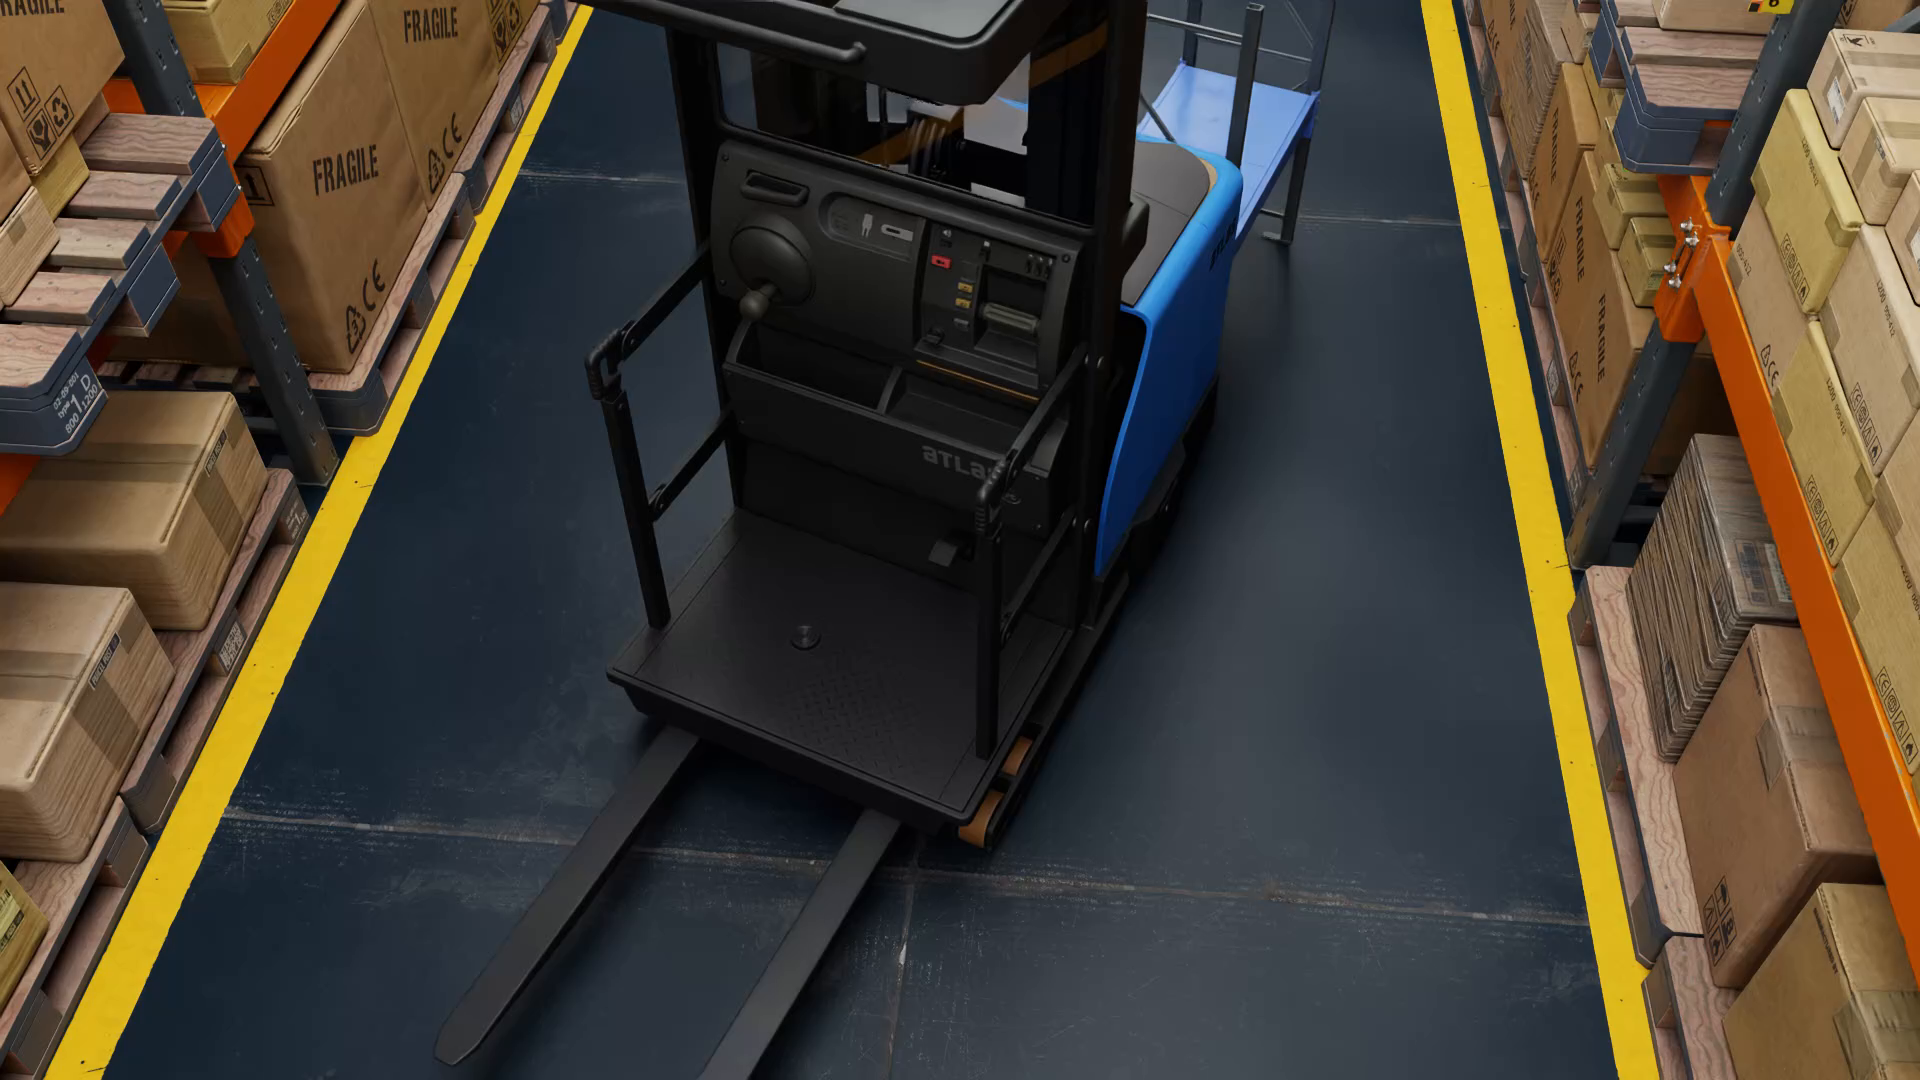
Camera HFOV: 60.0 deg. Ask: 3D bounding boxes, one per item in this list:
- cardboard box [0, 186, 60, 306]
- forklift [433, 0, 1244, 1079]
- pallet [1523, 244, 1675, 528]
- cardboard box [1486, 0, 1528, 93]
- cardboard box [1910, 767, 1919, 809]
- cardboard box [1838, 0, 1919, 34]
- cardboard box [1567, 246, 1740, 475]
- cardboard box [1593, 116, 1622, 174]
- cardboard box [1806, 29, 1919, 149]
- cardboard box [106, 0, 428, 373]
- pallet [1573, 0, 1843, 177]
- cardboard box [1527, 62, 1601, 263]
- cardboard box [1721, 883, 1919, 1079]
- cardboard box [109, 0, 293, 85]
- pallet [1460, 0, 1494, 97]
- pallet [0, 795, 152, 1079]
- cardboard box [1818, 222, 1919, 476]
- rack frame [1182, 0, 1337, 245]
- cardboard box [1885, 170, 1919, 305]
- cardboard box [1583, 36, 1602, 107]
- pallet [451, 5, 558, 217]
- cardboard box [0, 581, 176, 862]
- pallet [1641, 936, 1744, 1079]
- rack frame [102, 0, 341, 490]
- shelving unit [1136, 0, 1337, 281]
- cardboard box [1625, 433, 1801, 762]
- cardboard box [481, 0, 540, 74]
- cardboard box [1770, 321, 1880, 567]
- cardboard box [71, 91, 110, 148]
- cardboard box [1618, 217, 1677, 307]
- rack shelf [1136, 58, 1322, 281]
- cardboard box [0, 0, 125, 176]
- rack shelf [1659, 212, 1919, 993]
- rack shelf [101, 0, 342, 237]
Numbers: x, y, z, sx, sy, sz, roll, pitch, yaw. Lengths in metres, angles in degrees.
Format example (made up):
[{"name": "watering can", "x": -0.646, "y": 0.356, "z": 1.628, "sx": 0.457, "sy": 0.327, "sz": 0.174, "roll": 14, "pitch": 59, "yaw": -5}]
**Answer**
[{"name": "cardboard box", "x": -2.271, "y": -0.667, "z": 3.713, "sx": 0.380, "sy": 0.149, "sz": 0.250, "roll": 4, "pitch": 48, "yaw": 3}, {"name": "forklift", "x": -0.262, "y": -0.539, "z": 3.757, "sx": 1.130, "sy": 2.935, "sz": 3.031, "roll": 20, "pitch": 51, "yaw": 17}, {"name": "pallet", "x": 2.504, "y": -0.530, "z": 5.592, "sx": 1.003, "sy": 0.211, "sz": 1.213, "roll": 4, "pitch": 48, "yaw": 4}, {"name": "cardboard box", "x": 2.406, "y": -2.064, "z": 6.514, "sx": 0.500, "sy": 0.500, "sz": 0.500, "roll": 3, "pitch": 48, "yaw": 2}, {"name": "cardboard box", "x": 1.975, "y": 0.564, "z": 2.803, "sx": 0.500, "sy": 0.250, "sz": 0.500, "roll": 5, "pitch": 48, "yaw": 5}, {"name": "cardboard box", "x": 2.601, "y": -1.468, "z": 4.208, "sx": 0.500, "sy": 0.500, "sz": 0.500, "roll": 6, "pitch": 48, "yaw": 5}, {"name": "cardboard box", "x": 2.223, "y": -0.549, "z": 5.128, "sx": 0.500, "sy": 0.500, "sz": 0.500, "roll": 5, "pitch": 48, "yaw": 5}, {"name": "cardboard box", "x": 2.253, "y": -1.215, "z": 5.299, "sx": 0.380, "sy": 0.149, "sz": 0.250, "roll": 2, "pitch": 48, "yaw": 2}, {"name": "cardboard box", "x": 2.076, "y": -0.964, "z": 3.591, "sx": 0.380, "sy": 0.149, "sz": 0.250, "roll": 5, "pitch": 48, "yaw": 5}, {"name": "cardboard box", "x": -2.400, "y": -1.183, "z": 5.455, "sx": 0.875, "sy": 0.875, "sz": 0.875, "roll": 3, "pitch": 48, "yaw": 3}, {"name": "pallet", "x": 2.390, "y": -1.363, "z": 4.594, "sx": 1.213, "sy": 0.211, "sz": 1.003, "roll": 4, "pitch": 48, "yaw": 4}, {"name": "cardboard box", "x": 2.324, "y": -1.300, "z": 5.816, "sx": 0.500, "sy": 0.500, "sz": 0.500, "roll": 6, "pitch": 48, "yaw": 5}, {"name": "cardboard box", "x": 2.215, "y": 1.167, "z": 3.474, "sx": 0.875, "sy": 0.625, "sz": 0.625, "roll": 2, "pitch": 48, "yaw": 2}, {"name": "cardboard box", "x": -2.250, "y": -1.548, "z": 4.735, "sx": 0.500, "sy": 0.250, "sz": 0.500, "roll": 3, "pitch": 48, "yaw": 3}, {"name": "pallet", "x": 2.726, "y": -2.323, "z": 7.232, "sx": 1.003, "sy": 0.211, "sz": 1.213, "roll": 4, "pitch": 48, "yaw": 4}, {"name": "pallet", "x": -2.732, "y": 1.153, "z": 4.052, "sx": 1.003, "sy": 0.211, "sz": 1.213, "roll": 4, "pitch": 48, "yaw": 4}, {"name": "cardboard box", "x": 2.068, "y": -0.366, "z": 3.315, "sx": 0.500, "sy": 0.250, "sz": 0.500, "roll": 5, "pitch": 48, "yaw": 5}, {"name": "rack frame", "x": 1.024, "y": -1.706, "z": 5.794, "sx": 0.500, "sy": 1.500, "sz": 0.032, "roll": 19, "pitch": 50, "yaw": 16}, {"name": "cardboard box", "x": 2.055, "y": -0.577, "z": 3.237, "sx": 0.380, "sy": 0.149, "sz": 0.250, "roll": 5, "pitch": 48, "yaw": 5}, {"name": "cardboard box", "x": 2.344, "y": -1.590, "z": 5.641, "sx": 0.380, "sy": 0.149, "sz": 0.250, "roll": 3, "pitch": 48, "yaw": 3}, {"name": "pallet", "x": -2.285, "y": -1.784, "z": 6.738, "sx": 1.003, "sy": 0.211, "sz": 1.213, "roll": 4, "pitch": 48, "yaw": 4}, {"name": "cardboard box", "x": -2.666, "y": 0.446, "z": 4.305, "sx": 0.950, "sy": 0.372, "sz": 0.625, "roll": 3, "pitch": 48, "yaw": 3}, {"name": "pallet", "x": 2.171, "y": 1.512, "z": 3.724, "sx": 1.003, "sy": 0.211, "sz": 1.213, "roll": 4, "pitch": 48, "yaw": 4}, {"name": "rack frame", "x": -2.545, "y": -1.256, "z": 4.366, "sx": 1.000, "sy": 3.000, "sz": 0.127, "roll": 4, "pitch": 48, "yaw": 4}, {"name": "shelving unit", "x": 0.813, "y": -1.365, "z": 5.482, "sx": 0.538, "sy": 1.500, "sz": 1.048, "roll": 19, "pitch": 50, "yaw": 16}, {"name": "cardboard box", "x": 2.328, "y": 0.192, "z": 4.366, "sx": 0.875, "sy": 0.625, "sz": 0.625, "roll": 5, "pitch": 48, "yaw": 5}, {"name": "cardboard box", "x": -2.232, "y": -2.495, "z": 6.655, "sx": 0.875, "sy": 0.875, "sz": 0.875, "roll": 5, "pitch": 48, "yaw": 5}, {"name": "cardboard box", "x": 2.064, "y": -0.196, "z": 3.498, "sx": 0.500, "sy": 0.250, "sz": 0.500, "roll": 3, "pitch": 48, "yaw": 3}, {"name": "cardboard box", "x": -2.341, "y": -1.057, "z": 4.069, "sx": 0.380, "sy": 0.149, "sz": 0.250, "roll": 5, "pitch": 48, "yaw": 5}, {"name": "cardboard box", "x": 2.191, "y": -0.822, "z": 4.939, "sx": 0.380, "sy": 0.149, "sz": 0.250, "roll": 2, "pitch": 48, "yaw": 2}, {"name": "rack shelf", "x": 0.813, "y": -1.244, "z": 5.615, "sx": 0.538, "sy": 0.185, "sz": 1.000, "roll": 19, "pitch": 50, "yaw": 16}, {"name": "cardboard box", "x": -2.310, "y": -1.180, "z": 3.742, "sx": 0.500, "sy": 0.500, "sz": 0.500, "roll": 3, "pitch": 48, "yaw": 2}, {"name": "rack shelf", "x": 2.216, "y": 0.787, "z": 2.985, "sx": 1.077, "sy": 0.370, "sz": 4.000, "roll": 4, "pitch": 48, "yaw": 4}, {"name": "rack shelf", "x": -2.363, "y": -2.483, "z": 5.976, "sx": 1.077, "sy": 0.370, "sz": 4.000, "roll": 4, "pitch": 48, "yaw": 4}]
